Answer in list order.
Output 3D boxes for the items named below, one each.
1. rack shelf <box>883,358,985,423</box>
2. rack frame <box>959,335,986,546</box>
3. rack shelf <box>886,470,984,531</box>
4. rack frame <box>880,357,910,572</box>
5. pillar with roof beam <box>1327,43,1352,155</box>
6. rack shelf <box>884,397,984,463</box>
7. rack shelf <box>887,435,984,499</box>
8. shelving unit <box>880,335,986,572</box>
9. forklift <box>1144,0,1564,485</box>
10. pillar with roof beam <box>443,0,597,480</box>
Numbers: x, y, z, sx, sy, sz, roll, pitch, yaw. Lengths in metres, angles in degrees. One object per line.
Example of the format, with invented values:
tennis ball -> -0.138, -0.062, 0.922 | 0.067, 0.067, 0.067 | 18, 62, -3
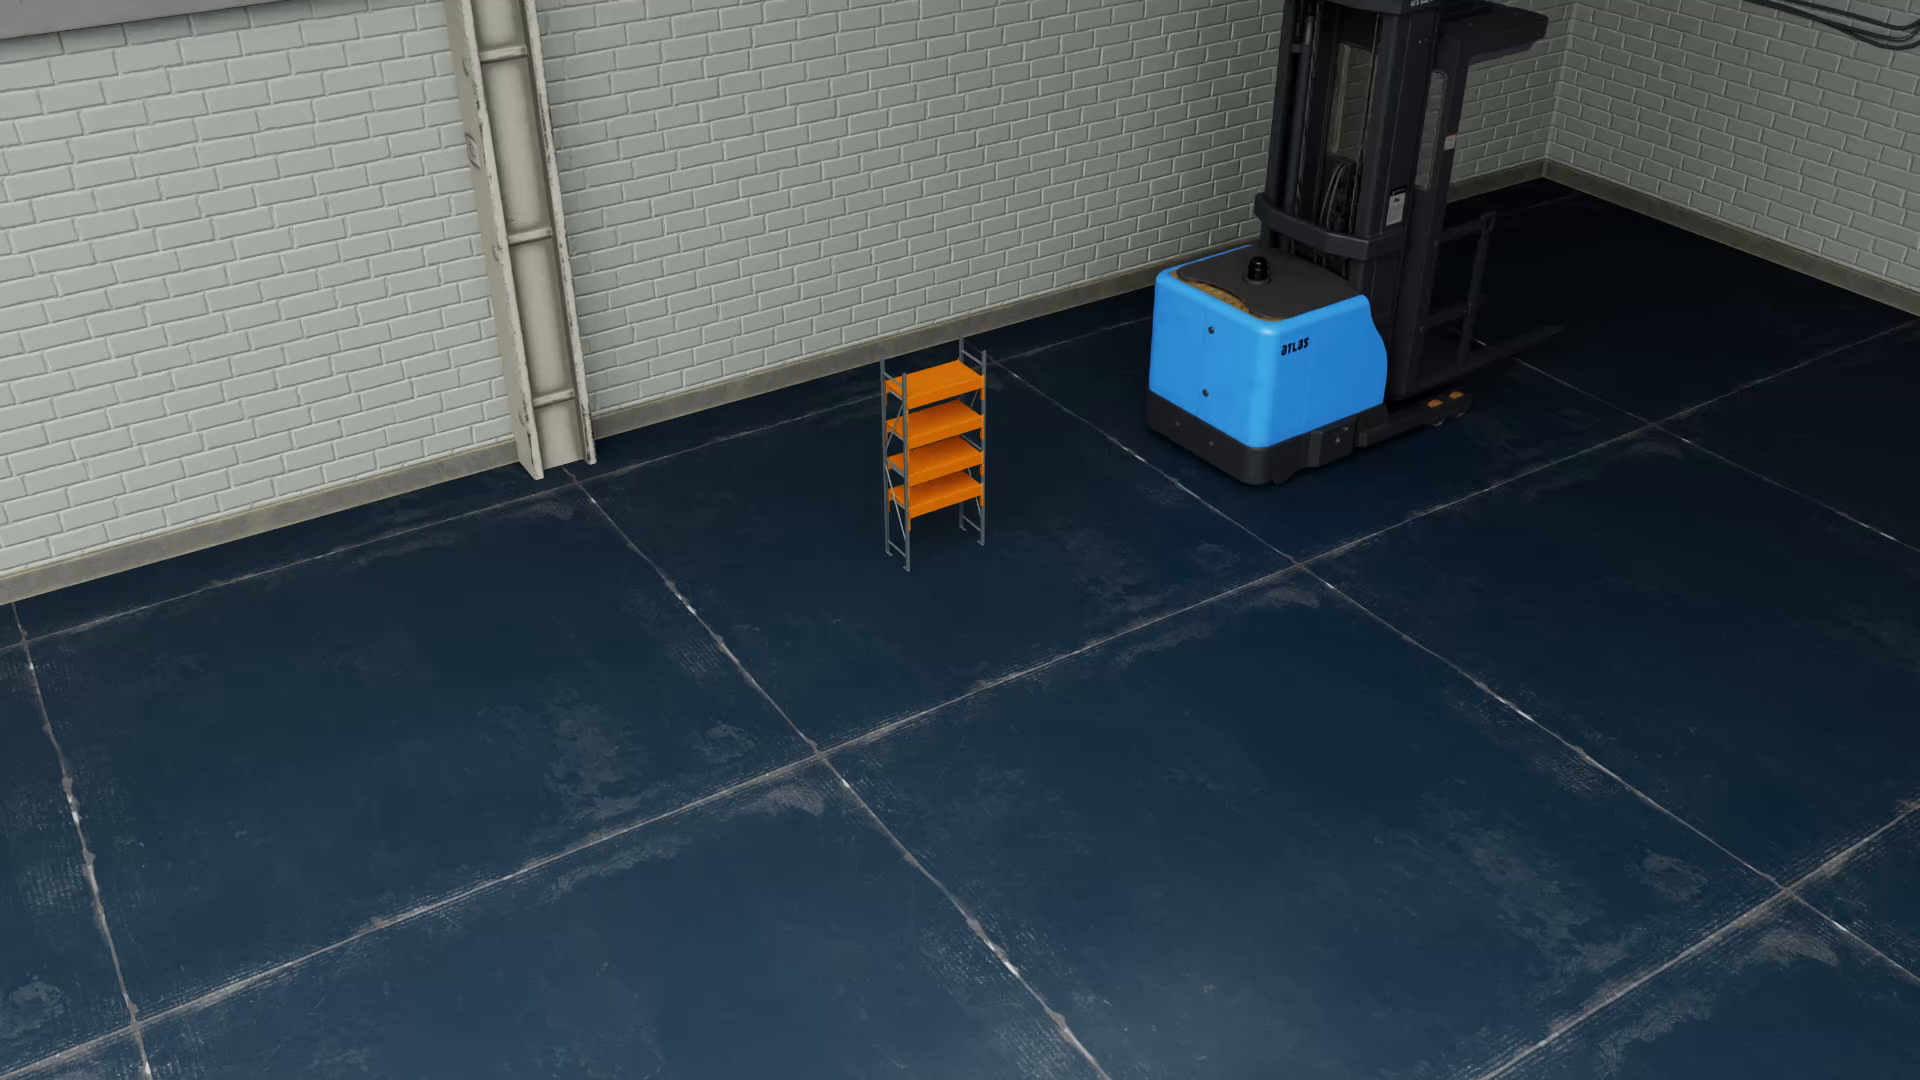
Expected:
rack shelf -> -0.139, -0.792, 8.766 | 0.480, 0.148, 0.258 | -19, 37, -27
rack frame -> 0.066, -0.530, 9.087 | 0.015, 1.200, 0.240 | -19, 37, -27
rack shelf -> -0.139, -0.235, 9.117 | 0.480, 0.148, 0.258 | -19, 37, -27
rack frame -> -0.344, -0.389, 8.864 | 0.015, 1.200, 0.240 | -19, 37, -27
pillar with roof beam -> 4.921, -4.095, 7.428 | 0.400, 9.000, 9.100 | -19, 37, -27
rack shelf -> -0.139, -0.592, 8.892 | 0.480, 0.148, 0.258 | -19, 37, -27
rack shelf -> -0.139, -0.403, 9.011 | 0.480, 0.148, 0.258 | -19, 37, -27
shelving unit -> -0.139, -0.460, 8.976 | 0.503, 1.200, 0.258 | -19, 37, -27
forklift -> 2.649, -2.171, 10.066 | 3.031, 2.935, 1.130 | -21, 38, -29
pillar with roof beam -> -0.122, -2.360, 4.679 | 0.400, 9.000, 9.100 | -19, 37, -27
